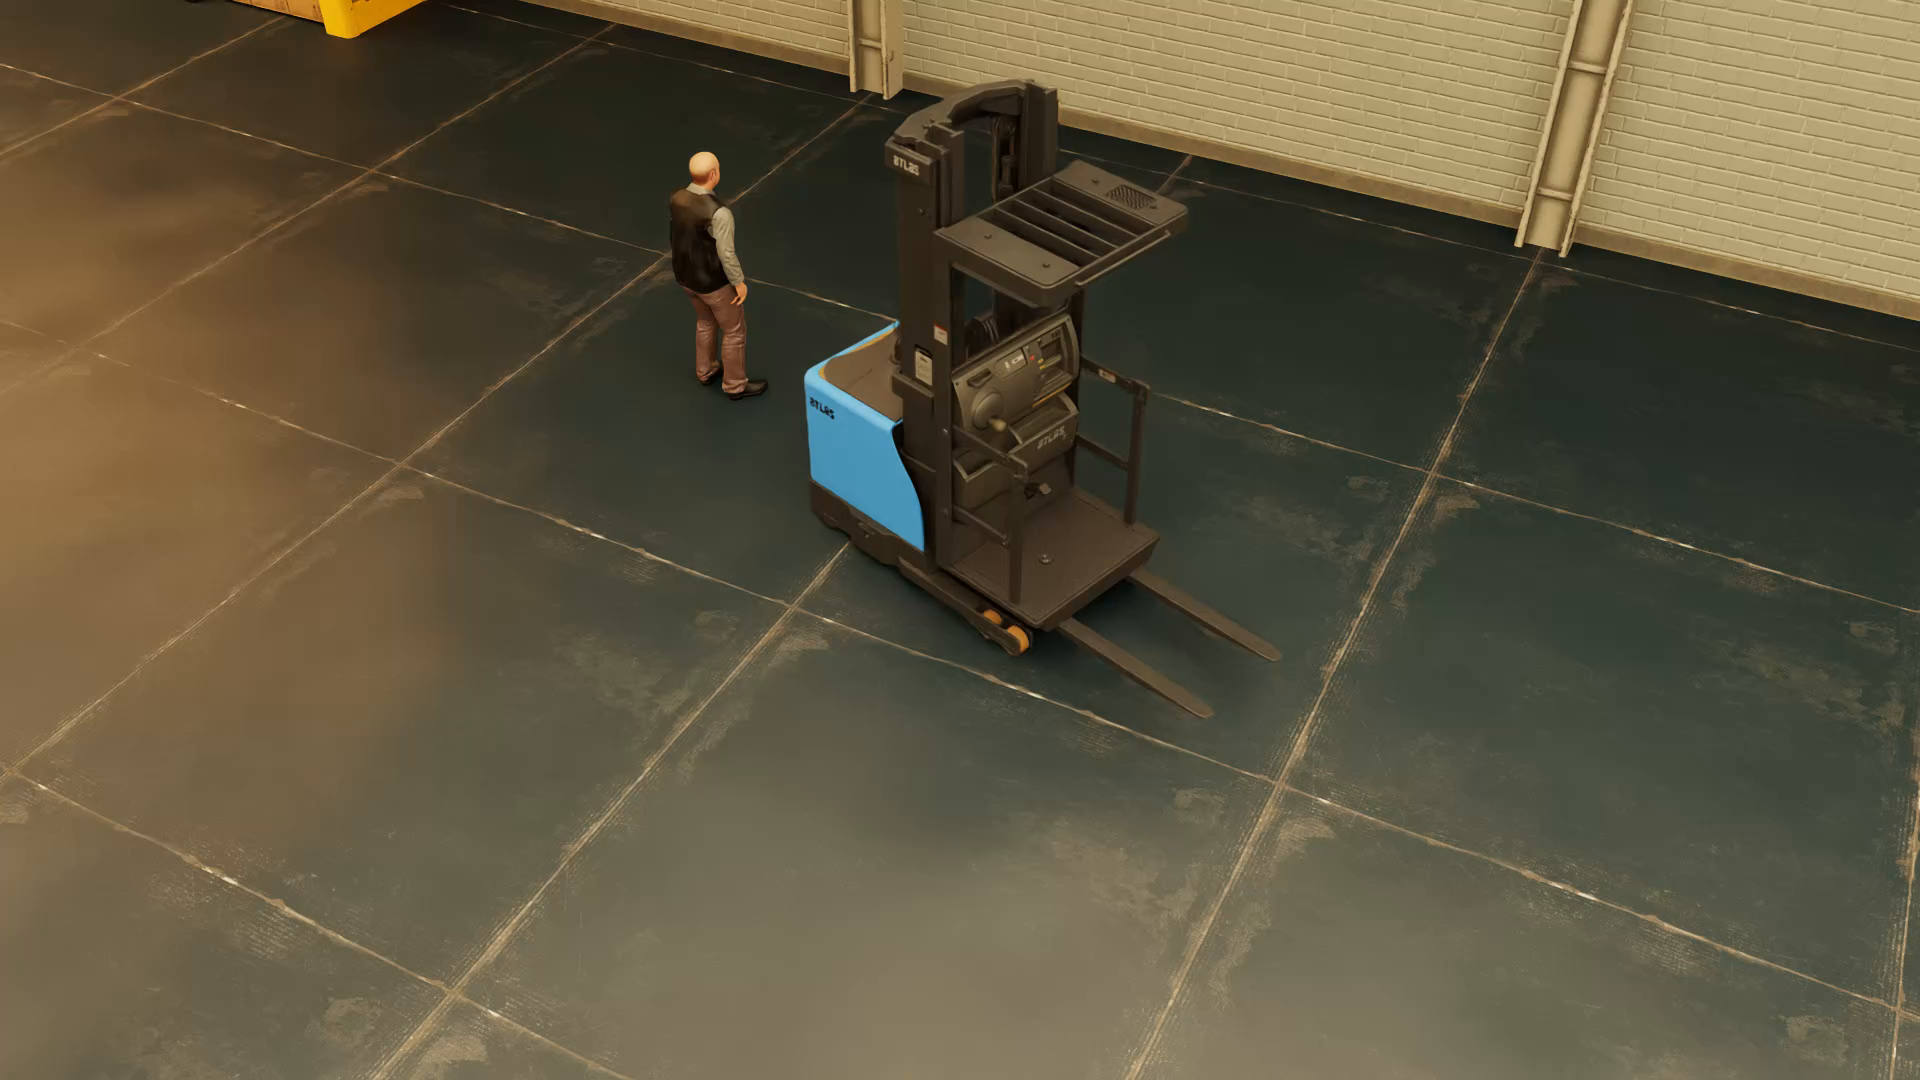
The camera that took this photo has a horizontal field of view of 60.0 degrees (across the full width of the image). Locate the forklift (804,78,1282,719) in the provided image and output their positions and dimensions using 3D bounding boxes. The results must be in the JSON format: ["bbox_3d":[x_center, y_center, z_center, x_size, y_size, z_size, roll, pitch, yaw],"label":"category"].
[{"bbox_3d":[0.464,-0.844,8.989,3.031,2.935,1.130,32,50,33],"label":"forklift"}]

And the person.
[{"bbox_3d":[-1.657,-1.733,10.985,0.589,1.720,0.421,30,48,30],"label":"person"}]
